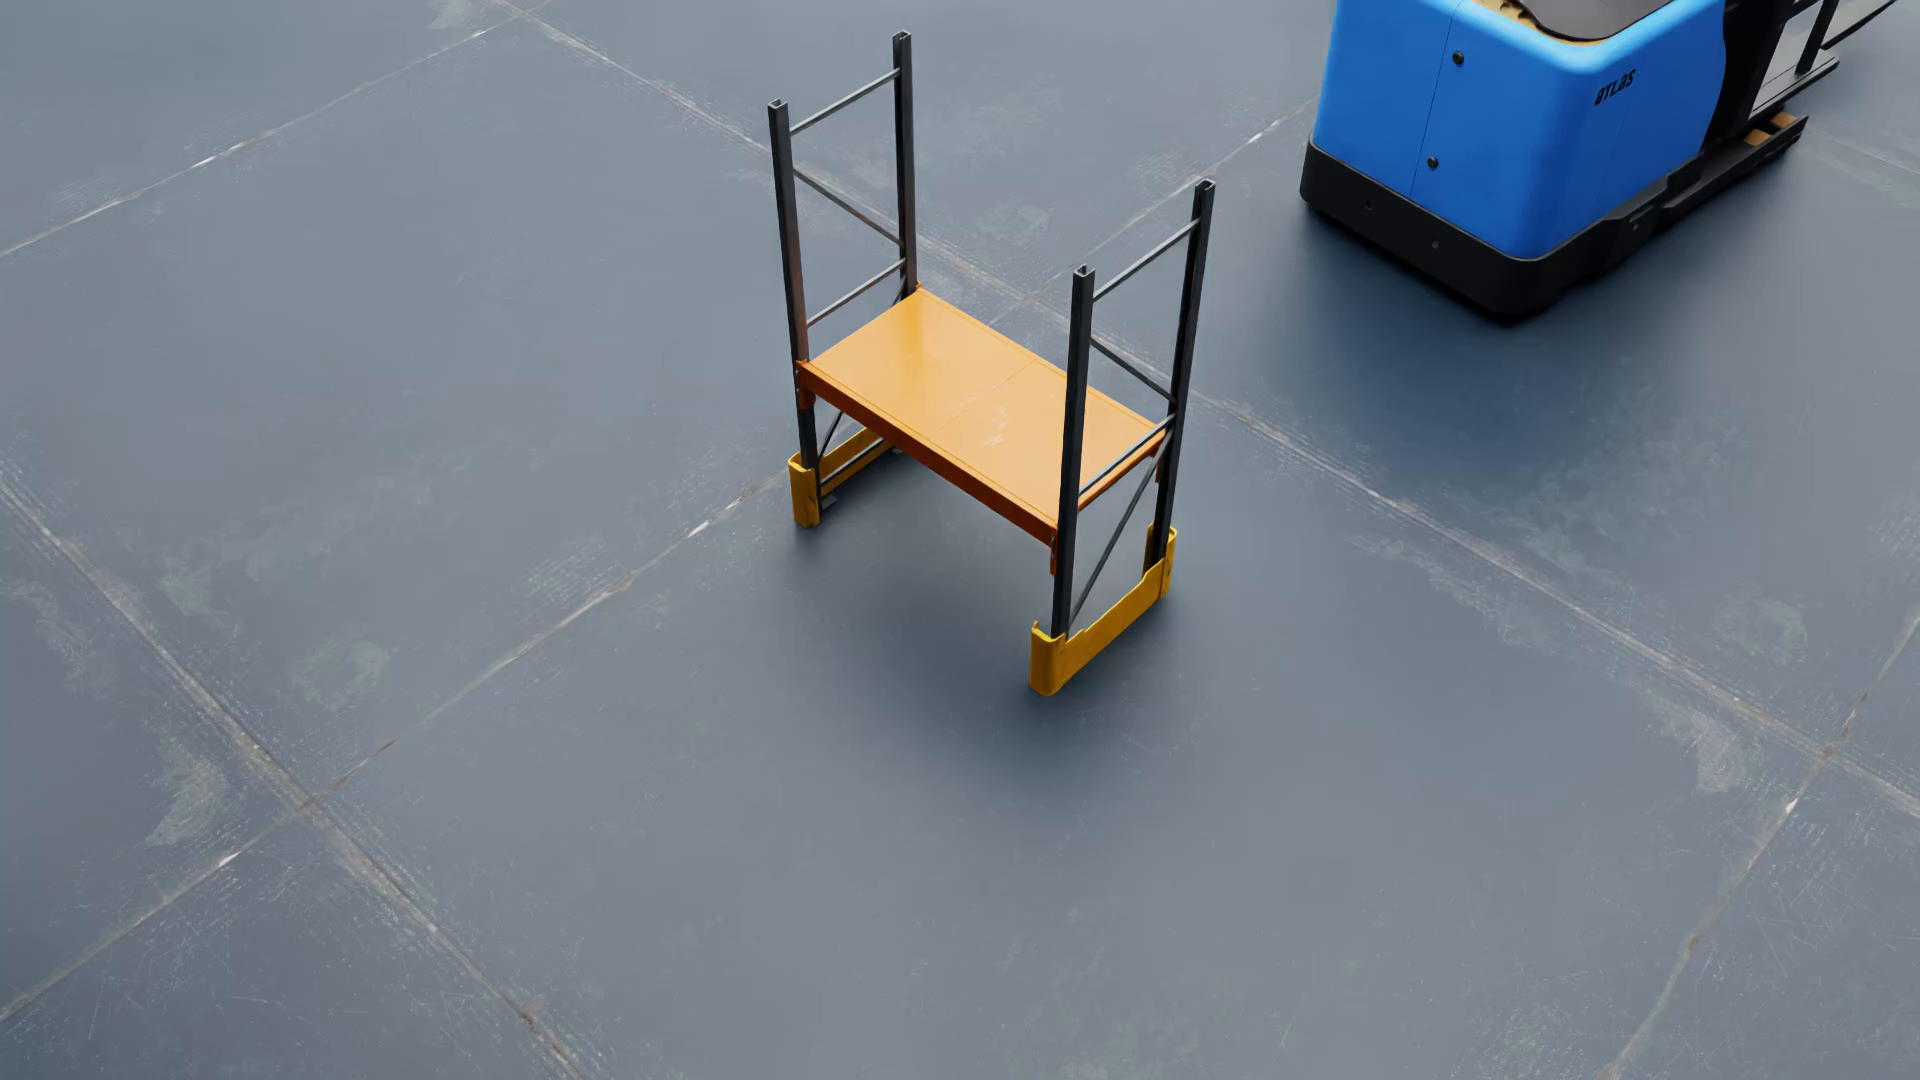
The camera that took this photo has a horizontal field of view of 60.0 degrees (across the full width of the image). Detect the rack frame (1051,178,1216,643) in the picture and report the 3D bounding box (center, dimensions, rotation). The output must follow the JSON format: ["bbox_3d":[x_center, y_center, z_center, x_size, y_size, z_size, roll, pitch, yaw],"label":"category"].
[{"bbox_3d":[0.436,-0.220,4.428,0.032,1.500,0.500,34,55,28],"label":"rack frame"}]

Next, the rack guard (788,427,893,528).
[{"bbox_3d":[-0.310,-0.294,5.355,0.087,0.250,0.587,34,55,28],"label":"rack guard"}]

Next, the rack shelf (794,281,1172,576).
[{"bbox_3d":[0.063,-0.348,4.795,1.000,0.185,0.538,34,55,28],"label":"rack shelf"}]

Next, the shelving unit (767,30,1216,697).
[{"bbox_3d":[0.056,-0.476,4.668,1.083,1.500,0.587,34,55,28],"label":"shelving unit"}]

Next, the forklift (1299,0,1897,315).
[{"bbox_3d":[2.755,-2.727,5.800,3.031,2.935,1.130,-32,55,-26],"label":"forklift"}]

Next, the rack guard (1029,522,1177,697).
[{"bbox_3d":[0.422,0.198,4.892,0.087,0.250,0.587,34,55,28],"label":"rack guard"}]

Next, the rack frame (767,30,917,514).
[{"bbox_3d":[-0.311,-0.723,4.900,0.032,1.500,0.500,34,55,28],"label":"rack frame"}]
